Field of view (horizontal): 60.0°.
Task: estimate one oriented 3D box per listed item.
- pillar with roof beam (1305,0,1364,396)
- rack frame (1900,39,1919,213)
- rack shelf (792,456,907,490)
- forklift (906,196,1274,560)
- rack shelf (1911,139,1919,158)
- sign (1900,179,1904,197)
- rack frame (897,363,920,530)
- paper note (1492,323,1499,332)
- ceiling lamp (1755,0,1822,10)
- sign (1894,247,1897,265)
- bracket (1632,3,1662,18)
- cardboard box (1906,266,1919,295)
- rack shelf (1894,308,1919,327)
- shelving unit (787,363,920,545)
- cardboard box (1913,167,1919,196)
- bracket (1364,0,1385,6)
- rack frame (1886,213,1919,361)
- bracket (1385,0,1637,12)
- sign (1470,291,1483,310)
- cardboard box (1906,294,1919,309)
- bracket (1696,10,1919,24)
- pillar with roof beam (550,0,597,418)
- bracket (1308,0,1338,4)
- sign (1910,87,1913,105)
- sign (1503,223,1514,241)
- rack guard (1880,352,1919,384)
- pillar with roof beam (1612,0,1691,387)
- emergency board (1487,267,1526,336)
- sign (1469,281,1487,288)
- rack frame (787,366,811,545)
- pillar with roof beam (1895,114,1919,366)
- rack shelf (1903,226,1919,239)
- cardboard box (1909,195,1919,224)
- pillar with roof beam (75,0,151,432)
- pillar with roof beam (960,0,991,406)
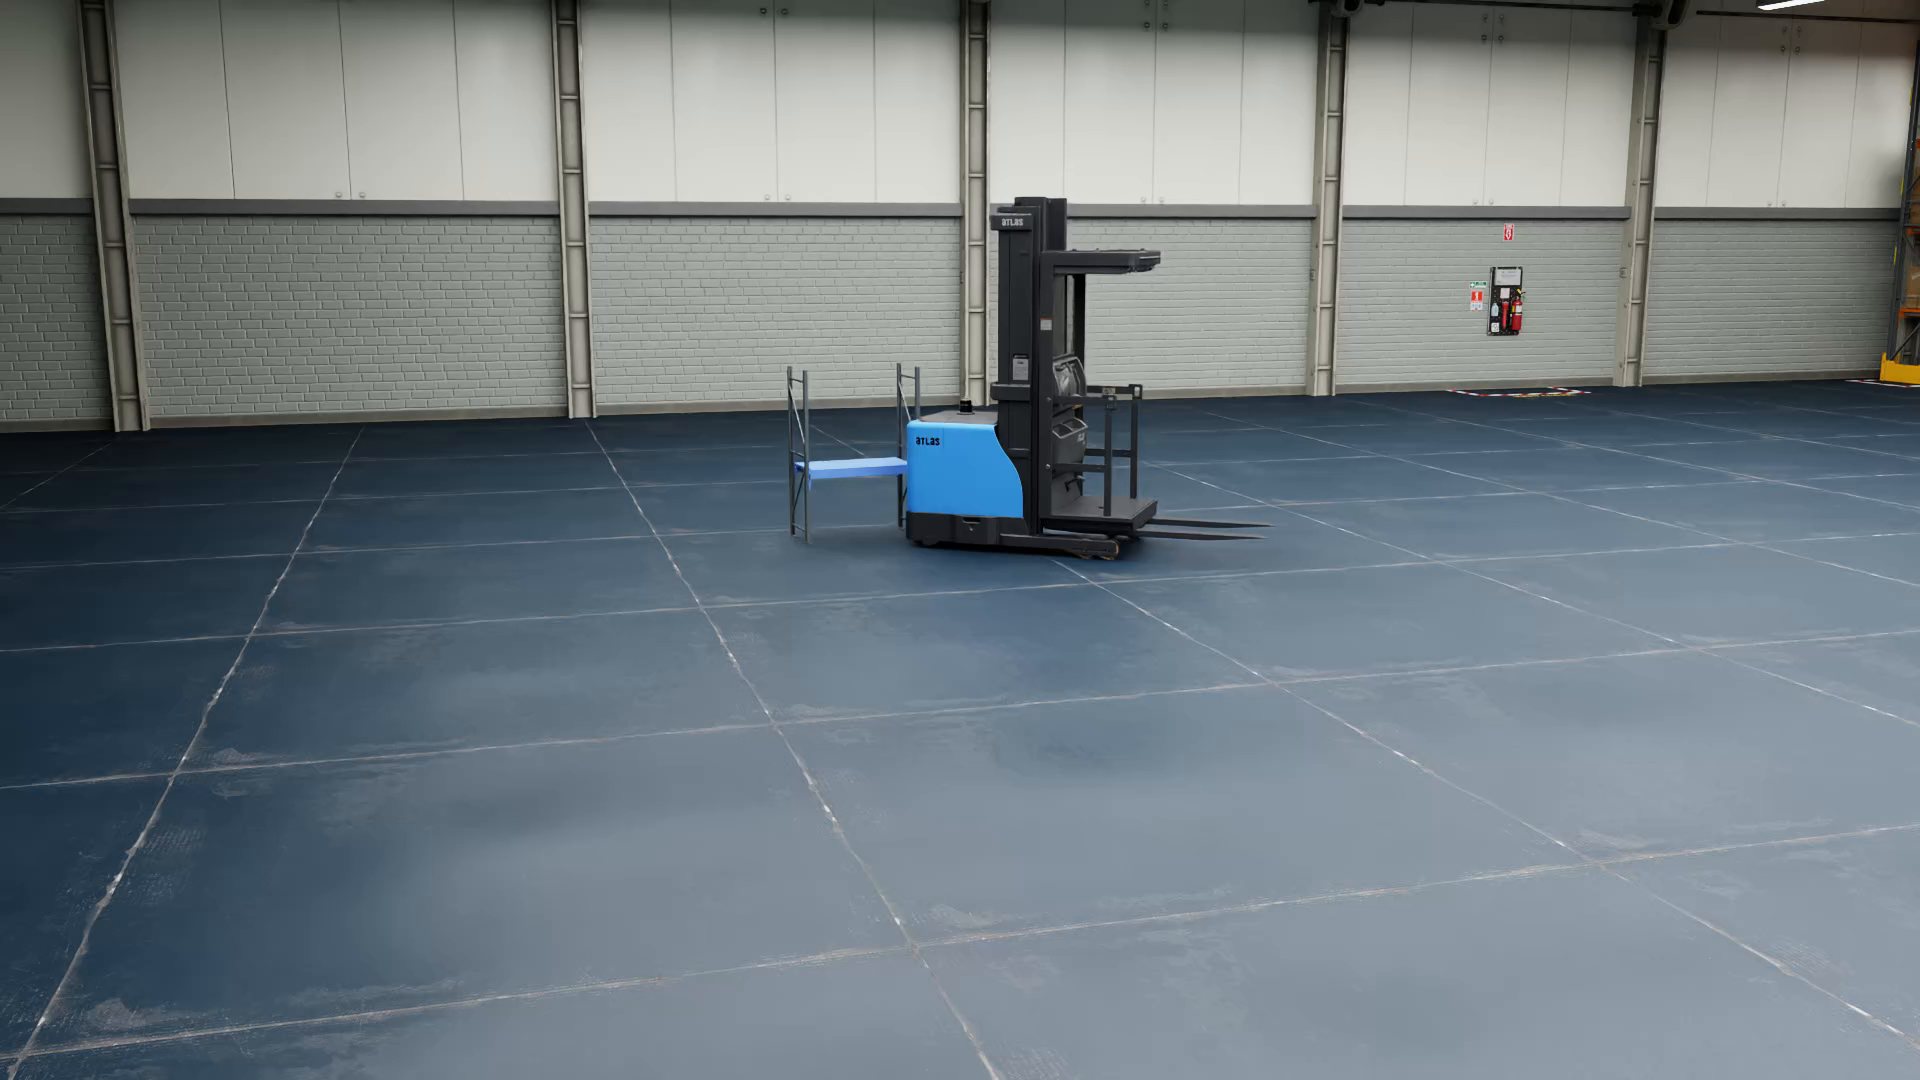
[{"bbox_3d":[7.190,-6.091,22.778,0.548,9.000,9.100,-3,11,-16],"label":"pillar with roof beam"},{"bbox_3d":[17.078,-7.261,29.133,0.127,3.000,1.000,-3,11,-16],"label":"rack frame"},{"bbox_3d":[-0.927,-0.595,14.629,1.000,0.185,0.538,-4,11,-22],"label":"rack shelf"},{"bbox_3d":[1.110,-1.383,13.965,3.031,2.935,1.130,3,11,18],"label":"forklift"},{"bbox_3d":[18.999,-7.007,29.748,4.000,0.370,1.077,-3,11,-16],"label":"rack shelf"},{"bbox_3d":[16.942,-6.319,29.854,0.005,0.325,0.100,-3,11,-16],"label":"sign"},{"bbox_3d":[-0.457,-0.807,14.788,0.032,1.500,0.500,-4,11,-22],"label":"rack frame"},{"bbox_3d":[9.175,-3.644,28.489,0.142,0.148,0.016,-3,11,-16],"label":"paper note"},{"bbox_3d":[11.717,-9.077,22.874,0.800,3.185,2.000,-3,11,-16],"label":"ceiling lamp"},{"bbox_3d":[16.942,-5.133,30.072,0.005,0.325,0.100,-3,11,-16],"label":"sign"},{"bbox_3d":[11.449,-8.831,27.717,0.430,0.232,0.235,-3,11,-16],"label":"bracket"},{"bbox_3d":[17.471,-4.676,29.950,0.500,0.500,0.500,-3,11,-17],"label":"cardboard box"},{"bbox_3d":[18.999,-4.058,30.291,4.000,0.370,1.077,-3,11,-16],"label":"rack shelf"},{"bbox_3d":[-0.927,-0.772,14.596,1.048,1.500,0.538,-4,11,-22],"label":"shelving unit"},{"bbox_3d":[17.419,-6.404,29.668,0.500,0.500,0.500,-3,11,-13],"label":"cardboard box"},{"bbox_3d":[6.485,-8.569,26.296,0.430,0.232,0.235,-3,11,-16],"label":"bracket"},{"bbox_3d":[17.078,-4.310,29.676,0.127,3.000,1.000,-3,11,-16],"label":"rack frame"},{"bbox_3d":[8.958,-8.699,27.004,4.783,0.066,0.076,-3,11,-16],"label":"bracket"},{"bbox_3d":[8.805,-4.082,28.335,0.234,0.329,0.001,-3,11,-16],"label":"sign"},{"bbox_3d":[17.473,-4.304,29.999,0.500,0.250,0.500,-3,11,-15],"label":"cardboard box"},{"bbox_3d":[14.719,-9.003,28.654,4.783,0.066,0.076,-3,11,-16],"label":"bracket"},{"bbox_3d":[-4.332,-5.484,19.479,0.400,9.000,9.100,-3,11,-16],"label":"pillar with roof beam"},{"bbox_3d":[5.688,-8.527,26.068,0.430,0.232,0.235,-3,11,-16],"label":"bracket"},{"bbox_3d":[16.943,-7.896,29.563,0.005,0.325,0.100,-3,11,-16],"label":"sign"},{"bbox_3d":[9.329,-5.231,28.274,0.199,0.298,0.001,-3,11,-16],"label":"sign"},{"bbox_3d":[17.151,-3.085,29.923,0.348,0.500,1.175,-3,11,-16],"label":"rack guard"},{"bbox_3d":[12.951,-6.395,24.427,0.548,9.000,9.100,-3,11,-16],"label":"pillar with roof beam"},{"bbox_3d":[9.364,-4.074,28.392,0.643,1.169,0.194,-3,11,-16],"label":"emergency board"},{"bbox_3d":[8.812,-4.341,28.279,0.331,0.109,0.001,-3,11,-16],"label":"sign"},{"bbox_3d":[-1.397,-0.737,14.405,0.032,1.500,0.500,-4,11,-22],"label":"rack frame"},{"bbox_3d":[18.712,-6.698,26.077,0.400,9.000,9.100,-3,11,-16],"label":"pillar with roof beam"},{"bbox_3d":[18.999,-5.533,30.019,4.000,0.370,1.077,-3,11,-16],"label":"rack shelf"},{"bbox_3d":[17.408,-5.910,29.747,0.500,0.500,0.500,-2,11,-12],"label":"cardboard box"},{"bbox_3d":[-10.092,-5.180,17.830,0.400,9.000,9.100,-3,11,-16],"label":"pillar with roof beam"},{"bbox_3d":[1.429,-5.787,21.129,0.548,9.000,9.100,-3,11,-16],"label":"pillar with roof beam"}]
